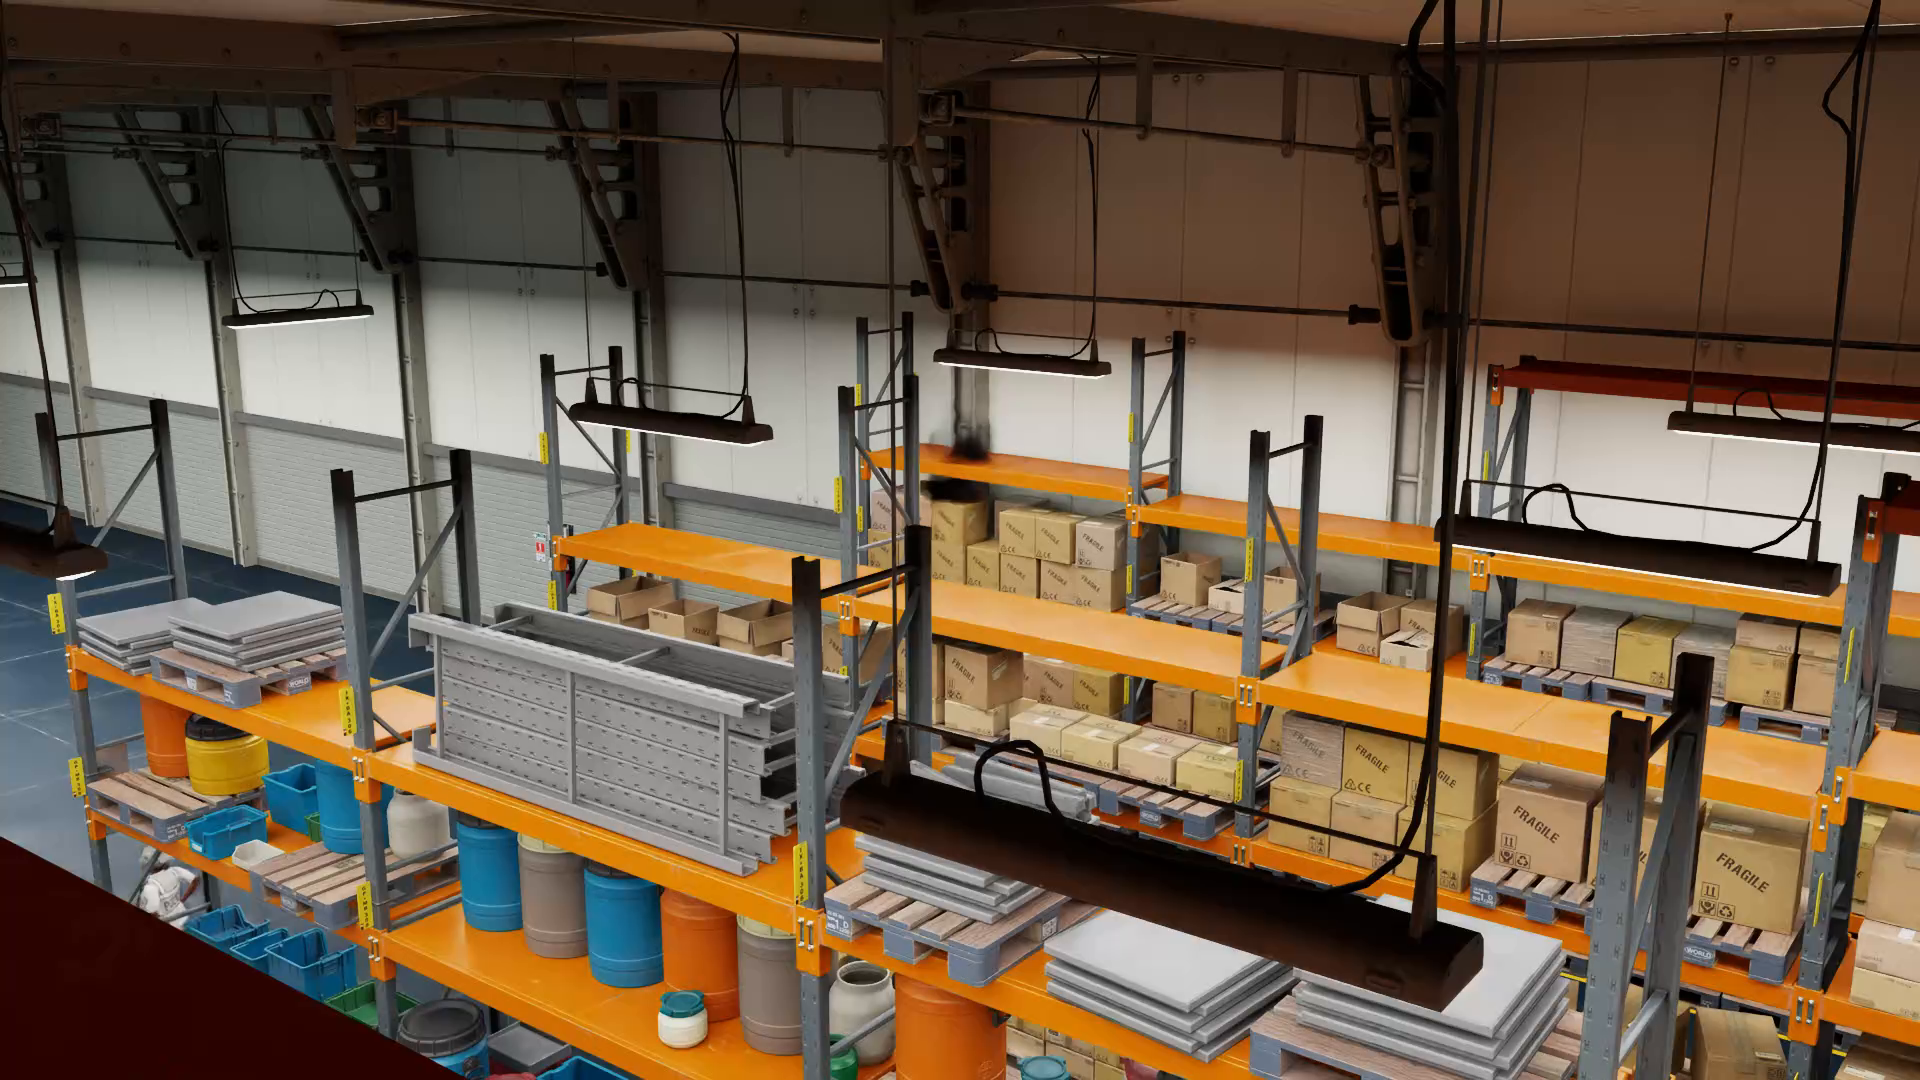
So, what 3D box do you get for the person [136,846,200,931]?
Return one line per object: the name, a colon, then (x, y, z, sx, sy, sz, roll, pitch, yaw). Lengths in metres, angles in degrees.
person: (-7.440, 3.701, 15.714, 0.780, 1.748, 0.608, 0, 13, 1)
